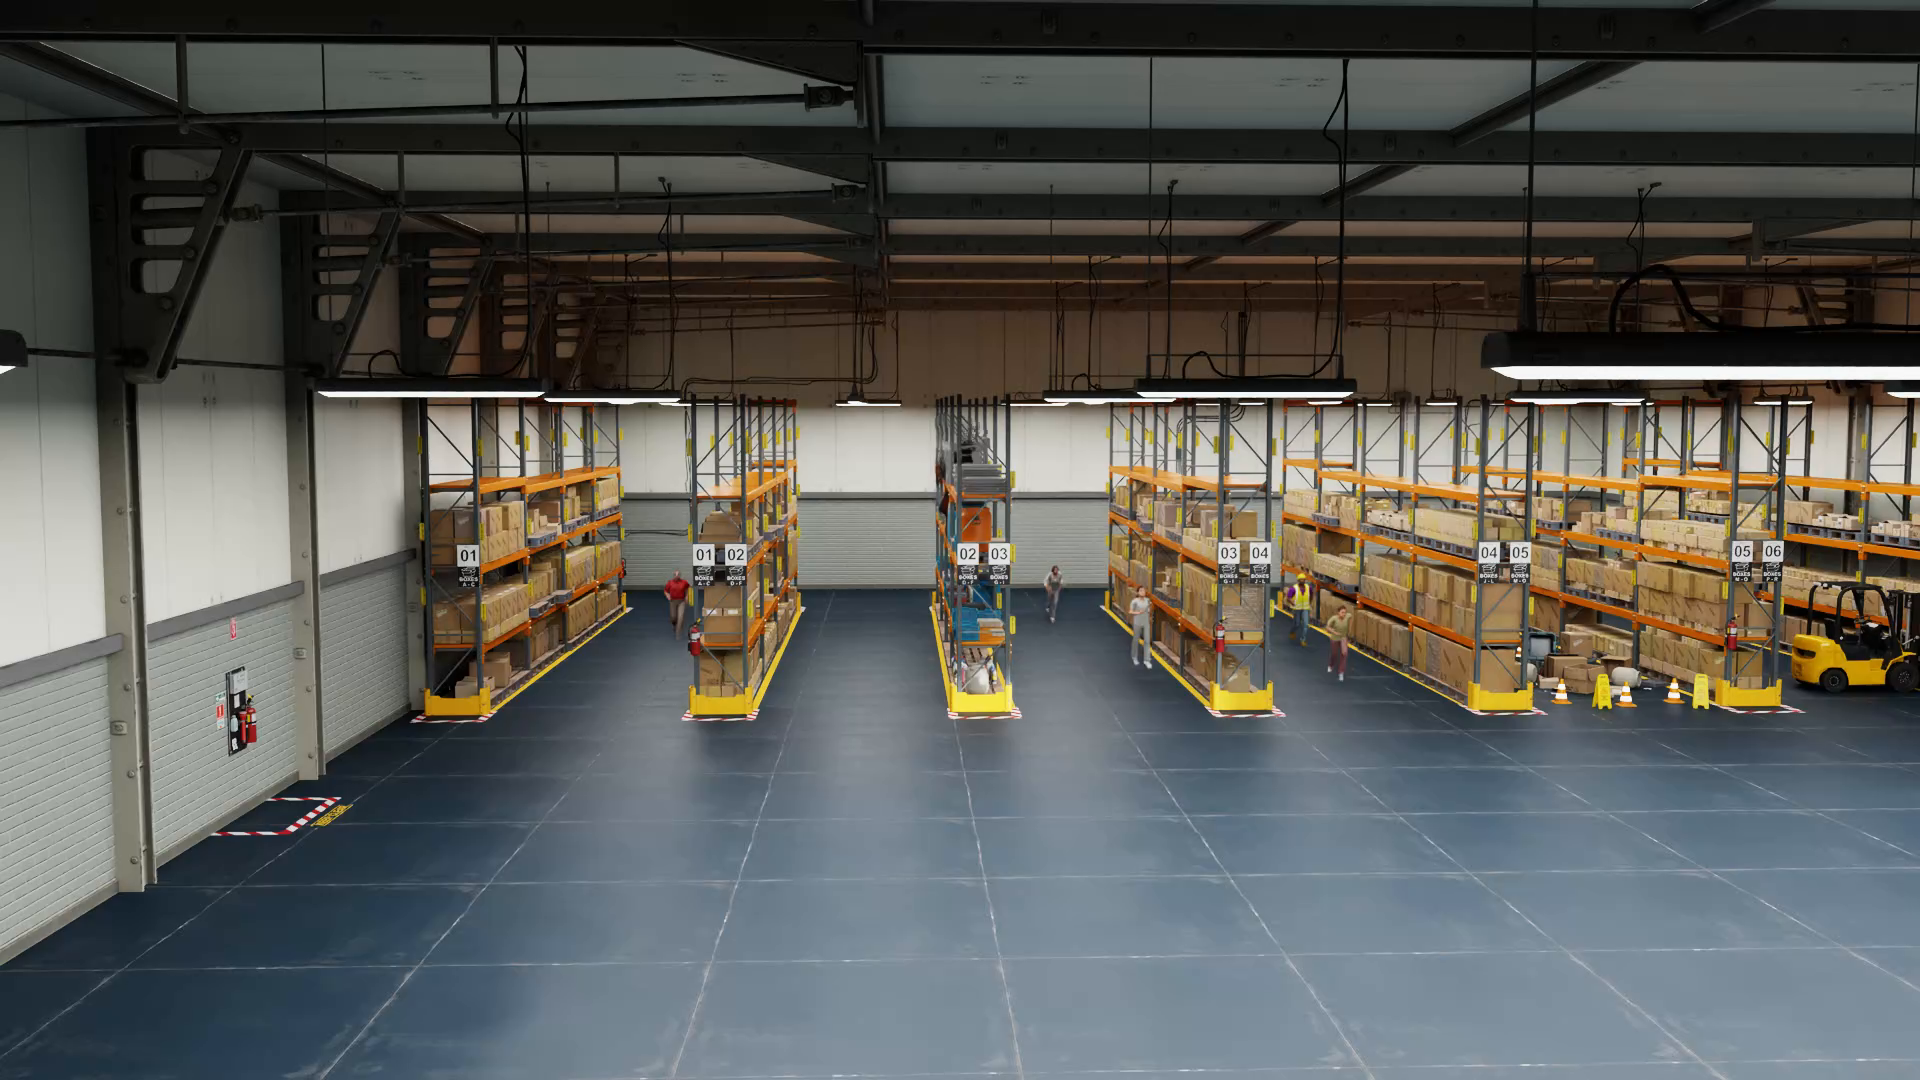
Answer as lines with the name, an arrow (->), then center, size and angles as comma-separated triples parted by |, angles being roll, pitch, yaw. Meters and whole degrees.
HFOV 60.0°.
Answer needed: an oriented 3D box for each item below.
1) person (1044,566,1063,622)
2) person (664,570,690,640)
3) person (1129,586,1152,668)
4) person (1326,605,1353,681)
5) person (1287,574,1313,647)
person -> 2.501, 1.432, 45.103 | 0.547, 1.548, 0.854 | -1, 5, -16
person -> -7.084, 1.618, 41.726 | 0.672, 1.735, 0.814 | -1, 5, -11
person -> 3.825, 1.812, 35.068 | 0.561, 1.701, 0.842 | -1, 5, -13
person -> 8.051, 2.164, 35.474 | 0.619, 1.626, 0.958 | 0, 5, -5
person -> 8.253, 1.676, 40.362 | 0.686, 1.744, 0.899 | 0, 5, -5
